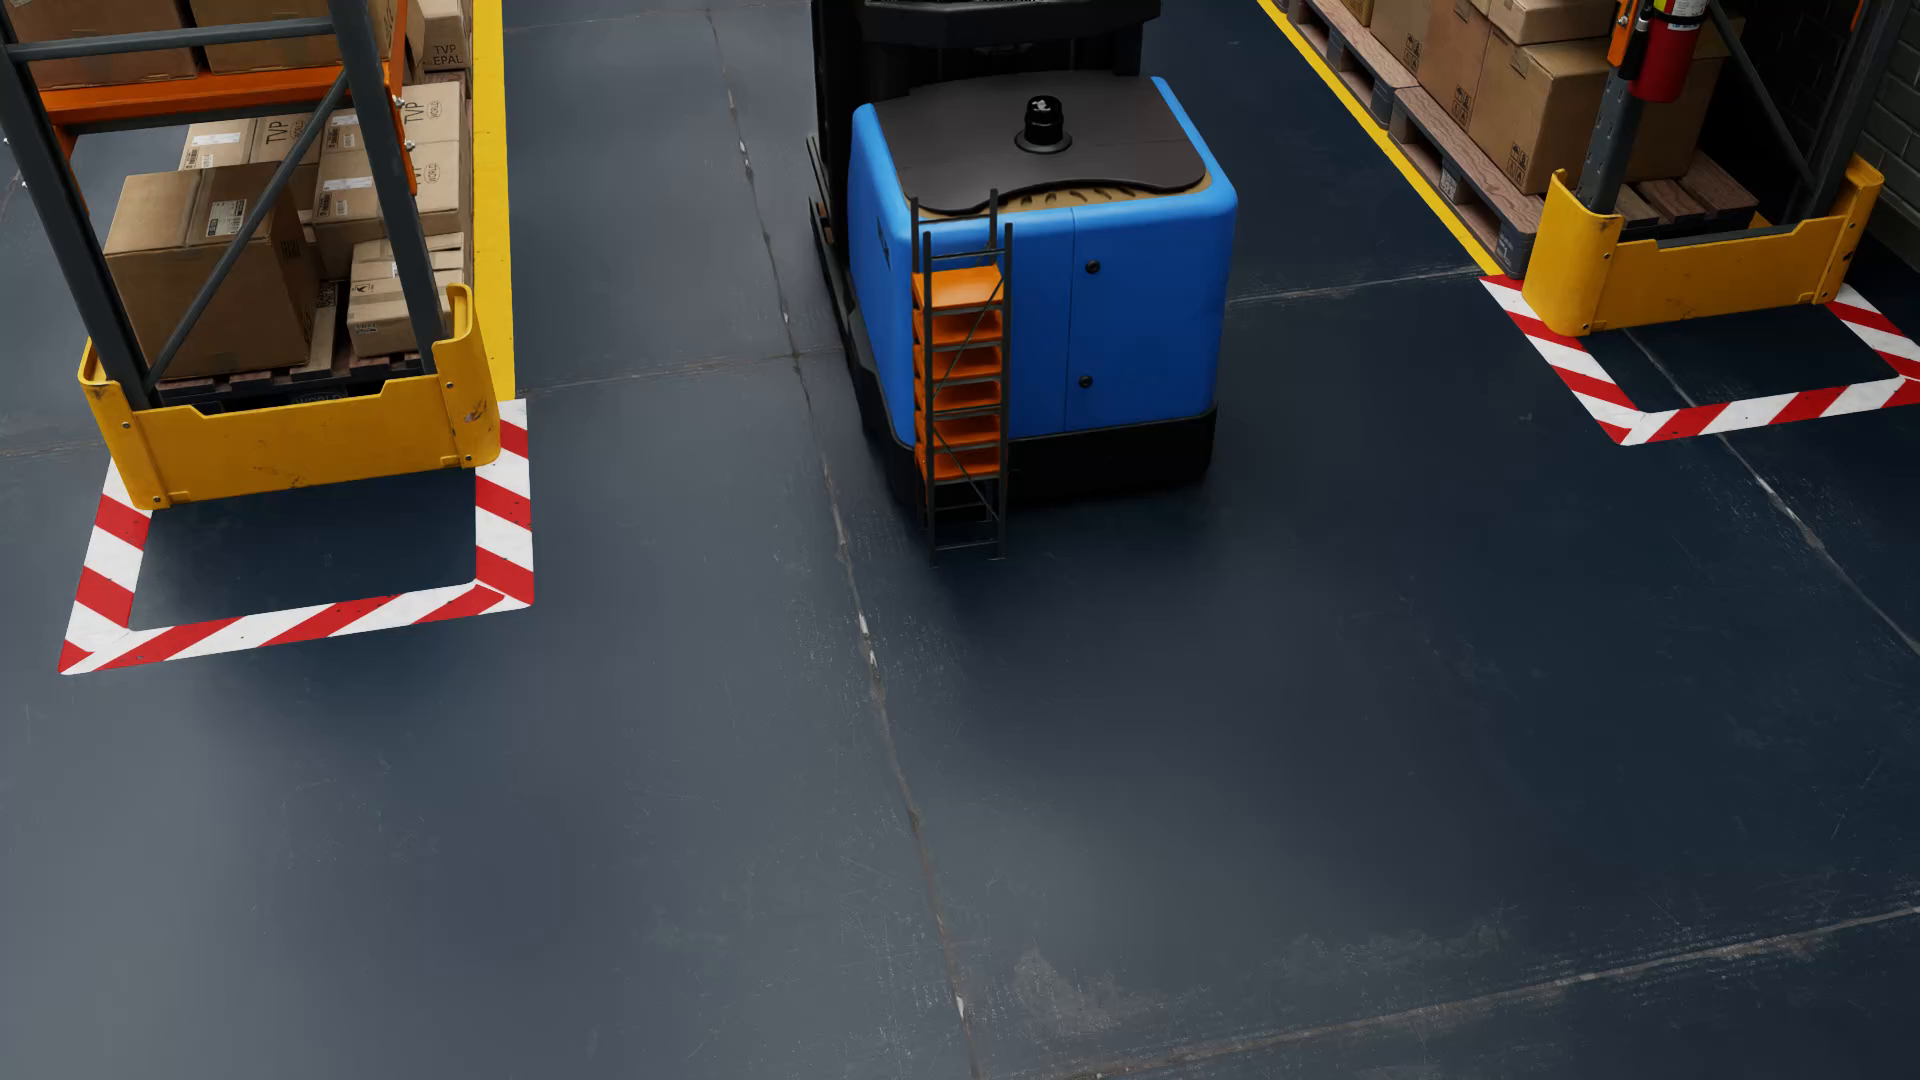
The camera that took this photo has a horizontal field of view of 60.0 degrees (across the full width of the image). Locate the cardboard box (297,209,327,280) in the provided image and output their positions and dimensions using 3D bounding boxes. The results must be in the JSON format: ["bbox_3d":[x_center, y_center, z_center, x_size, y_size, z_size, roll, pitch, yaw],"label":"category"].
[{"bbox_3d":[-2.479,-1.052,5.979,0.380,0.166,0.250,-8,42,-9],"label":"cardboard box"}]

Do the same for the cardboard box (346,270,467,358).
[{"bbox_3d":[-1.876,-0.774,5.678,0.380,0.149,0.250,-8,42,-9],"label":"cardboard box"}]

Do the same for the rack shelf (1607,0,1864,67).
[{"bbox_3d":[2.283,-3.094,7.018,1.077,0.370,4.000,-8,42,-9],"label":"rack shelf"}]

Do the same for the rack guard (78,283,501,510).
[{"bbox_3d":[-2.138,-0.469,5.402,1.175,0.500,0.348,-8,42,-9],"label":"rack guard"}]

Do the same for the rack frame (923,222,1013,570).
[{"bbox_3d":[0.021,-0.373,4.766,0.240,1.200,0.006,-8,42,-9],"label":"rack frame"}]

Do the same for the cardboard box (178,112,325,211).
[{"bbox_3d":[-2.655,-1.428,6.339,0.500,0.250,0.500,-8,42,-9],"label":"cardboard box"}]

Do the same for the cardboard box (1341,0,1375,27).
[{"bbox_3d":[2.126,-2.723,7.625,0.700,0.500,0.500,-7,42,-8],"label":"cardboard box"}]

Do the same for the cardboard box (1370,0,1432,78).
[{"bbox_3d":[2.249,-2.379,7.237,0.700,0.500,0.500,-10,42,-11],"label":"cardboard box"}]

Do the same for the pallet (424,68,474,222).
[{"bbox_3d":[-2.571,-1.667,6.969,1.003,0.211,1.213,-8,42,-9],"label":"pallet"}]

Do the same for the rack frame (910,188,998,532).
[{"bbox_3d":[-0.016,-0.492,4.900,0.240,1.200,0.006,-8,42,-9],"label":"rack frame"}]

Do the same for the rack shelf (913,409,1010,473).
[{"bbox_3d":[0.003,-0.309,4.942,0.258,0.103,0.180,-8,42,-9],"label":"rack shelf"}]

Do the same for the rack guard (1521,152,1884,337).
[{"bbox_3d":[2.720,-1.117,6.131,1.175,0.500,0.348,-8,42,-9],"label":"rack guard"}]

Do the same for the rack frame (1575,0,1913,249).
[{"bbox_3d":[2.715,-2.067,5.319,1.000,3.000,0.127,-8,42,-9],"label":"rack frame"}]

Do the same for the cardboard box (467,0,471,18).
[{"bbox_3d":[-2.445,-2.483,7.604,0.380,0.149,0.250,-8,42,-9],"label":"cardboard box"}]

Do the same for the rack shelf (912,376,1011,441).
[{"bbox_3d":[0.003,-0.399,4.863,0.258,0.103,0.180,-8,42,-9],"label":"rack shelf"}]

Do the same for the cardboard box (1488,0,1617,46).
[{"bbox_3d":[2.260,-2.028,6.353,0.380,0.149,0.250,-9,42,-10],"label":"cardboard box"}]

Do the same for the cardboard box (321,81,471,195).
[{"bbox_3d":[-2.178,-1.532,6.456,0.500,0.250,0.500,-8,42,-9],"label":"cardboard box"}]

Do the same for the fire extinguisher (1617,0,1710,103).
[{"bbox_3d":[2.297,-1.735,5.284,0.296,0.674,0.183,-8,42,-9],"label":"fire extinguisher"}]

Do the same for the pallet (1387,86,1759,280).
[{"bbox_3d":[2.466,-1.531,6.816,1.003,0.211,1.213,-8,42,-9],"label":"pallet"}]

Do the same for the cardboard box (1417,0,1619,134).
[{"bbox_3d":[2.358,-2.053,6.870,0.700,0.500,0.500,-8,42,-9],"label":"cardboard box"}]

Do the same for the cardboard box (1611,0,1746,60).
[{"bbox_3d":[2.688,-1.919,6.230,0.380,0.149,0.250,-8,42,-9],"label":"cardboard box"}]

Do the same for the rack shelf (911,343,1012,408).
[{"bbox_3d":[0.003,-0.489,4.783,0.258,0.103,0.180,-8,42,-9],"label":"rack shelf"}]

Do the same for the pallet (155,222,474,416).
[{"bbox_3d":[-2.311,-0.878,6.080,1.003,0.211,1.213,-8,42,-9],"label":"pallet"}]

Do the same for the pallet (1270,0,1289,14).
[{"bbox_3d":[1.939,-3.113,8.598,1.003,0.211,1.213,-8,42,-9],"label":"pallet"}]

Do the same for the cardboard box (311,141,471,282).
[{"bbox_3d":[-2.070,-1.208,6.091,0.500,0.250,0.500,-8,42,-9],"label":"cardboard box"}]

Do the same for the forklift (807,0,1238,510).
[{"bbox_3d":[0.025,-2.175,5.492,1.130,2.935,3.031,-8,42,-9],"label":"forklift"}]

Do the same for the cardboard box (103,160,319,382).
[{"bbox_3d":[-2.479,-0.902,5.558,0.500,0.500,0.500,-8,42,-9],"label":"cardboard box"}]

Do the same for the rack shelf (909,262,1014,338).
[{"bbox_3d":[0.003,-0.668,4.624,0.258,0.103,0.180,-8,42,-9],"label":"rack shelf"}]

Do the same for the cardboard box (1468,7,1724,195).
[{"bbox_3d":[2.466,-1.729,6.504,0.700,0.500,0.500,-8,42,-9],"label":"cardboard box"}]

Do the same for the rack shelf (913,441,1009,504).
[{"bbox_3d":[0.003,-0.220,5.022,0.258,0.103,0.180,-8,42,-9],"label":"rack shelf"}]

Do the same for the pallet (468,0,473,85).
[{"bbox_3d":[-2.837,-2.459,7.862,1.003,0.211,1.213,-8,42,-9],"label":"pallet"}]

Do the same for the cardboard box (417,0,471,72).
[{"bbox_3d":[-2.423,-2.292,7.266,0.500,0.311,0.500,-8,42,-9],"label":"cardboard box"}]

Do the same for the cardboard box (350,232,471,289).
[{"bbox_3d":[-1.930,-0.942,5.855,0.380,0.166,0.250,-8,42,-9],"label":"cardboard box"}]

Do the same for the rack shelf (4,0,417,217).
[{"bbox_3d":[-2.553,-2.382,6.216,1.077,0.370,4.000,-8,42,-9],"label":"rack shelf"}]

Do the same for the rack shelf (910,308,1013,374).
[{"bbox_3d":[0.003,-0.579,4.703,0.258,0.103,0.180,-8,42,-9],"label":"rack shelf"}]

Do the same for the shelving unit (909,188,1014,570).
[{"bbox_3d":[0.003,-0.432,4.833,0.258,1.200,0.189,-8,42,-9],"label":"shelving unit"}]

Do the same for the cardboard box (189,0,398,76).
[{"bbox_3d":[-1.960,-1.718,4.850,0.500,0.500,0.500,-8,42,-8],"label":"cardboard box"}]

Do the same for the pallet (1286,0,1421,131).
[{"bbox_3d":[2.206,-2.320,7.705,1.003,0.211,1.213,-8,42,-9],"label":"pallet"}]

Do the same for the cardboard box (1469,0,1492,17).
[{"bbox_3d":[2.204,-2.194,6.540,0.380,0.149,0.250,-7,42,-8],"label":"cardboard box"}]

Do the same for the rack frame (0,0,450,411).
[{"bbox_3d":[-2.121,-1.355,4.517,1.000,3.000,0.127,-8,42,-9],"label":"rack frame"}]

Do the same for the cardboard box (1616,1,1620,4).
[{"bbox_3d":[2.578,-2.247,6.600,0.380,0.149,0.250,-8,42,-9],"label":"cardboard box"}]

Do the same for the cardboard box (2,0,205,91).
[{"bbox_3d":[-2.484,-1.643,4.767,0.500,0.500,0.500,-7,42,-8],"label":"cardboard box"}]

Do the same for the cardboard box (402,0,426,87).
[{"bbox_3d":[-2.574,-1.961,6.749,0.797,0.503,0.637,-8,42,-9],"label":"cardboard box"}]
